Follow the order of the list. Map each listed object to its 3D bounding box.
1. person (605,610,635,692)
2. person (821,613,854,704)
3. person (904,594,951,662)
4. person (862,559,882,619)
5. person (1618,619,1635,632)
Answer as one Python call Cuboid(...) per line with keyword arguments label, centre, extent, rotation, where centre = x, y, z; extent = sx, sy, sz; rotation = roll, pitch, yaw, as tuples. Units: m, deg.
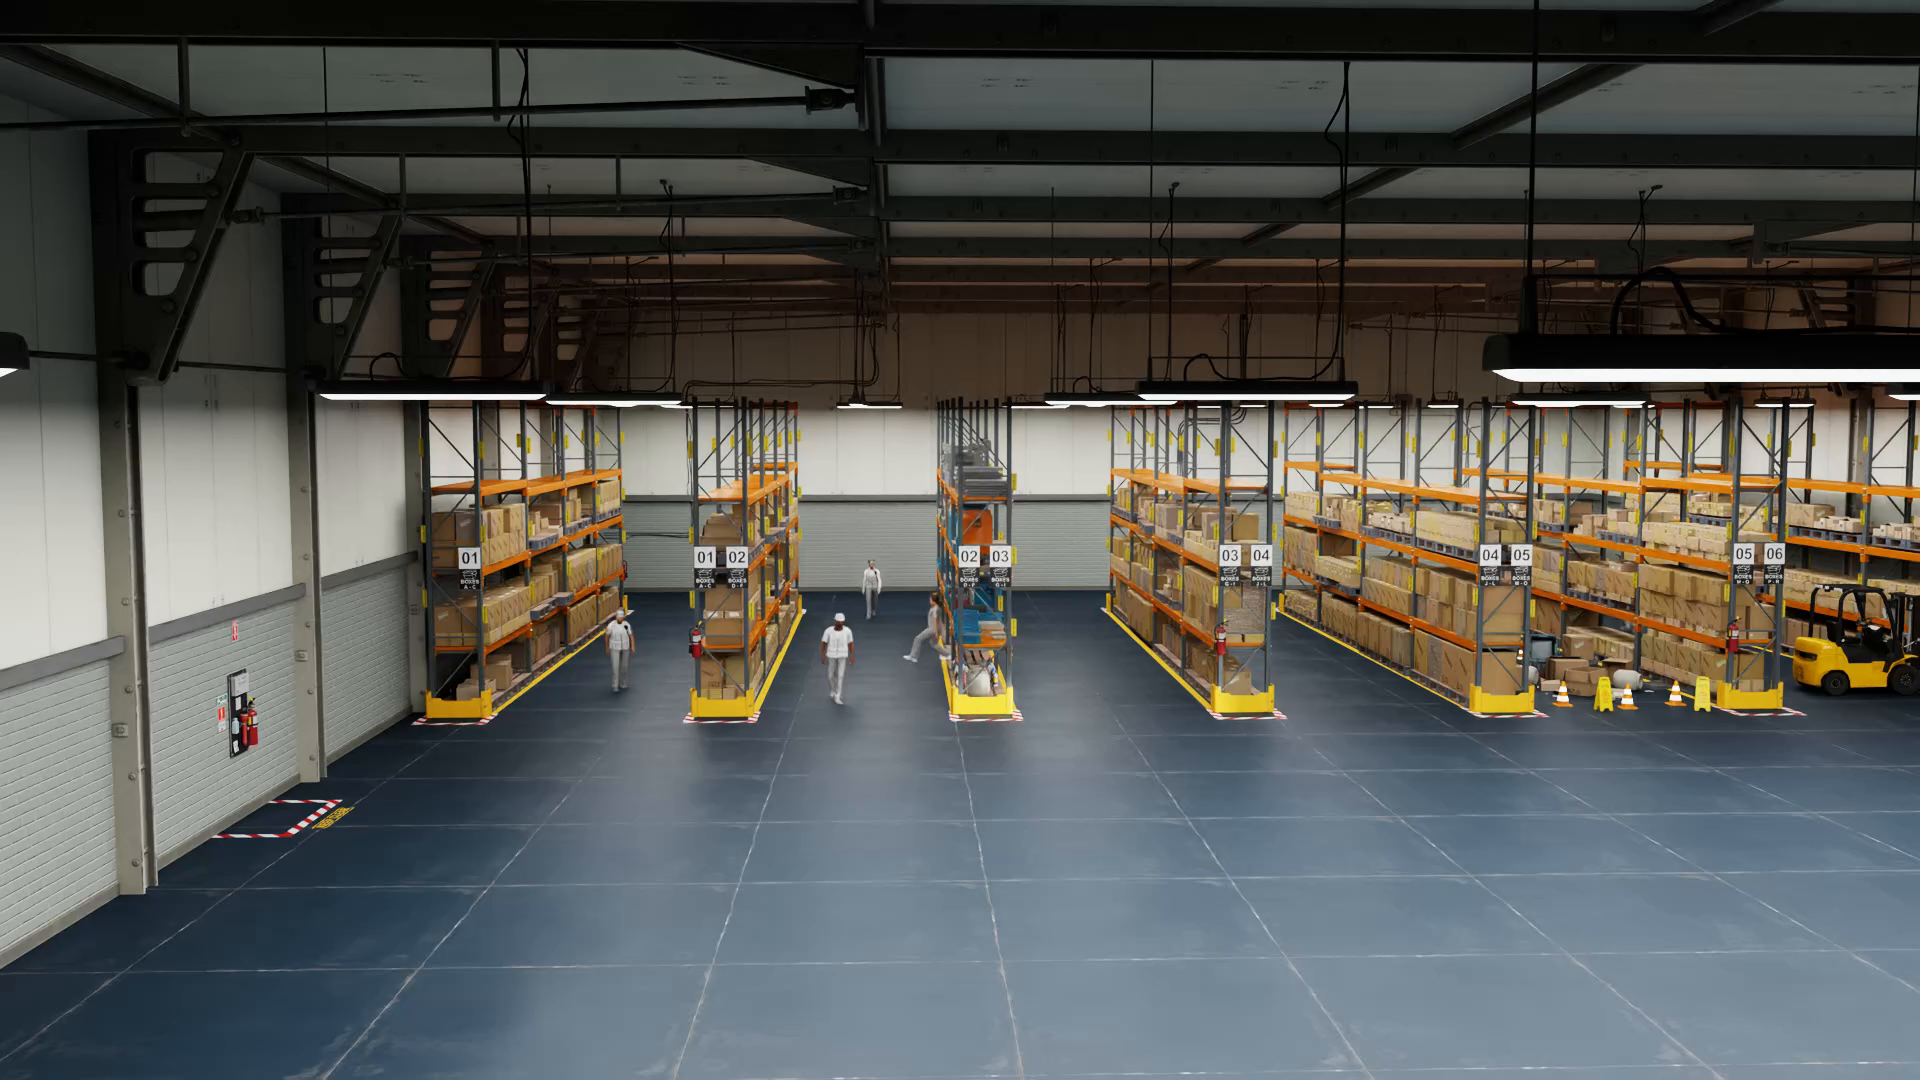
Cuboid(label="person", centre=(-6.996, 2.258, 34.232), extent=(0.542, 1.661, 0.720), rotation=(-2, 5, -29))
Cuboid(label="person", centre=(-2.419, 2.322, 32.902), extent=(0.659, 1.759, 0.765), rotation=(0, 4, -6))
Cuboid(label="person", centre=(-0.669, 1.930, 36.566), extent=(1.072, 1.505, 0.461), rotation=(2, 5, 21))
Cuboid(label="person", centre=(-2.427, 1.333, 45.986), extent=(0.526, 1.606, 1.029), rotation=(-1, 4, -7))
Cuboid(label="person", centre=(17.420, 1.492, 43.250), extent=(0.542, 1.767, 0.521), rotation=(-2, 5, -25))
